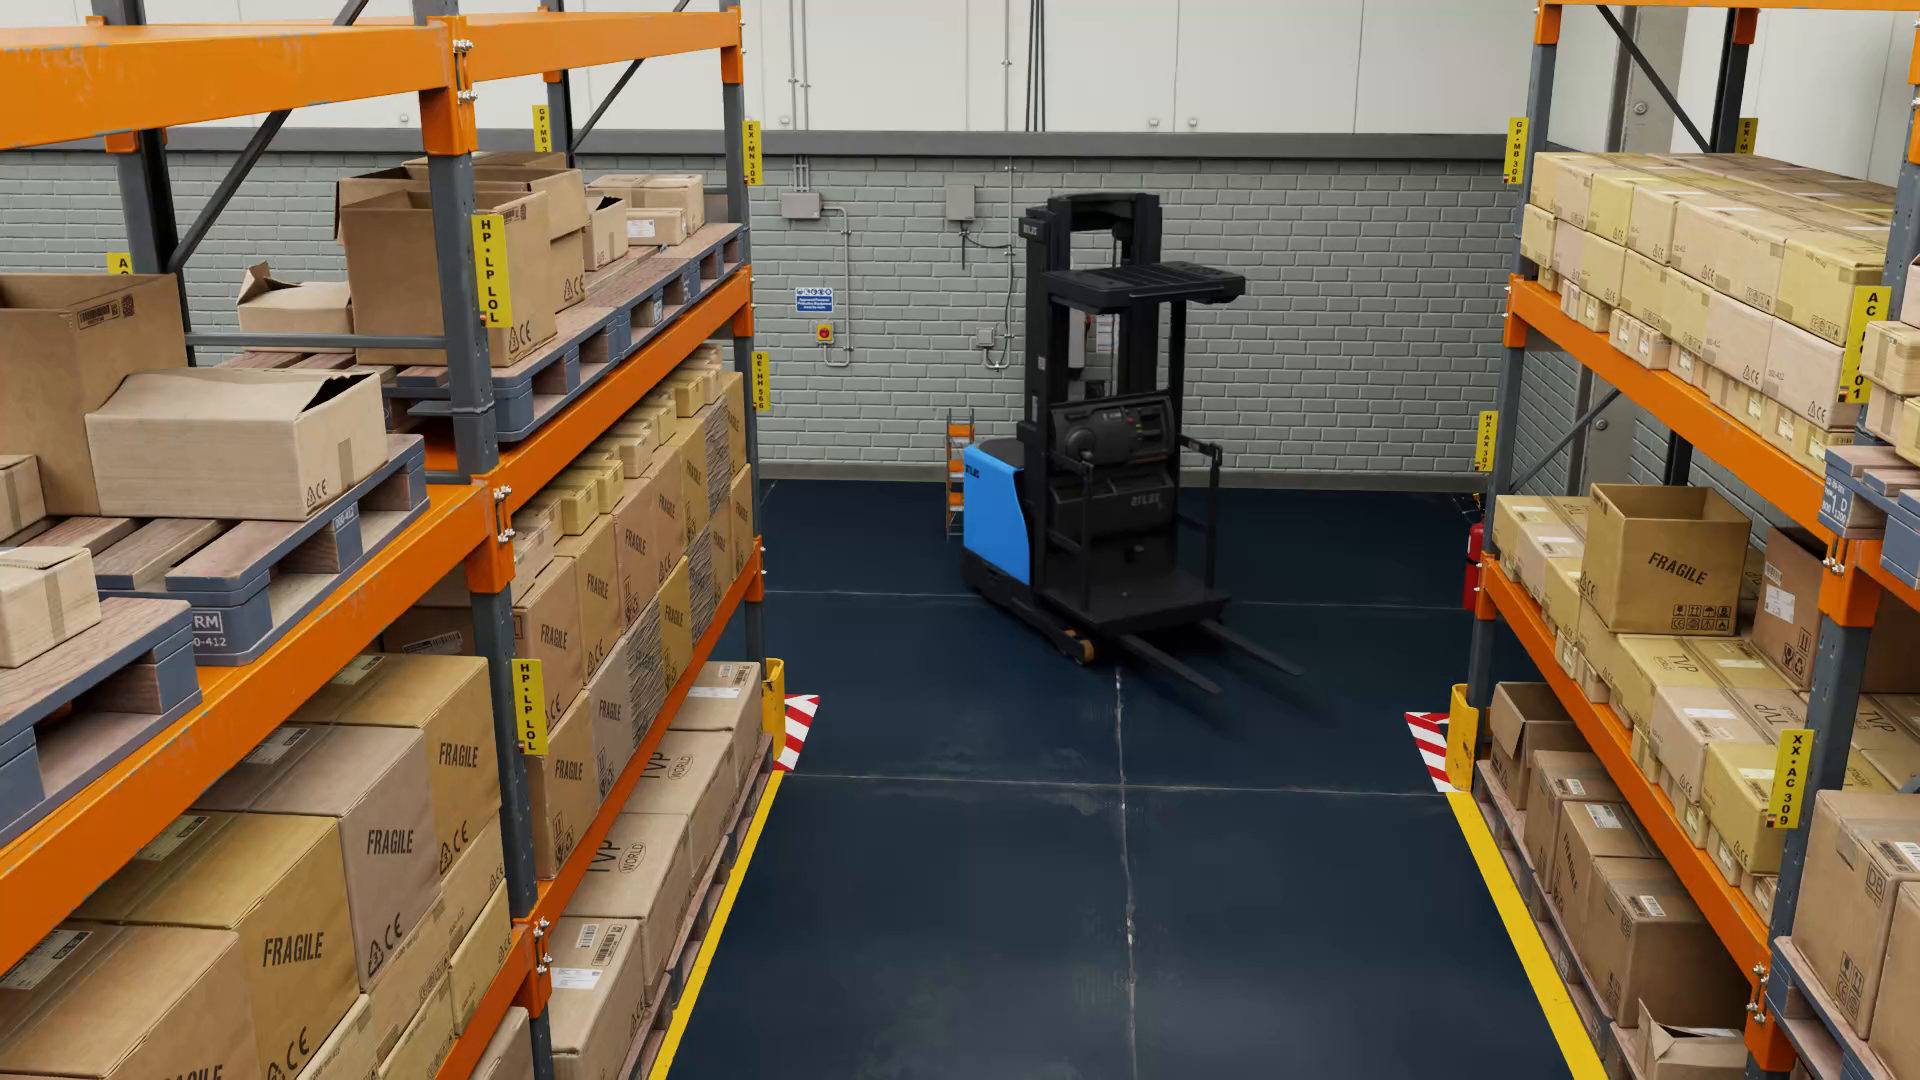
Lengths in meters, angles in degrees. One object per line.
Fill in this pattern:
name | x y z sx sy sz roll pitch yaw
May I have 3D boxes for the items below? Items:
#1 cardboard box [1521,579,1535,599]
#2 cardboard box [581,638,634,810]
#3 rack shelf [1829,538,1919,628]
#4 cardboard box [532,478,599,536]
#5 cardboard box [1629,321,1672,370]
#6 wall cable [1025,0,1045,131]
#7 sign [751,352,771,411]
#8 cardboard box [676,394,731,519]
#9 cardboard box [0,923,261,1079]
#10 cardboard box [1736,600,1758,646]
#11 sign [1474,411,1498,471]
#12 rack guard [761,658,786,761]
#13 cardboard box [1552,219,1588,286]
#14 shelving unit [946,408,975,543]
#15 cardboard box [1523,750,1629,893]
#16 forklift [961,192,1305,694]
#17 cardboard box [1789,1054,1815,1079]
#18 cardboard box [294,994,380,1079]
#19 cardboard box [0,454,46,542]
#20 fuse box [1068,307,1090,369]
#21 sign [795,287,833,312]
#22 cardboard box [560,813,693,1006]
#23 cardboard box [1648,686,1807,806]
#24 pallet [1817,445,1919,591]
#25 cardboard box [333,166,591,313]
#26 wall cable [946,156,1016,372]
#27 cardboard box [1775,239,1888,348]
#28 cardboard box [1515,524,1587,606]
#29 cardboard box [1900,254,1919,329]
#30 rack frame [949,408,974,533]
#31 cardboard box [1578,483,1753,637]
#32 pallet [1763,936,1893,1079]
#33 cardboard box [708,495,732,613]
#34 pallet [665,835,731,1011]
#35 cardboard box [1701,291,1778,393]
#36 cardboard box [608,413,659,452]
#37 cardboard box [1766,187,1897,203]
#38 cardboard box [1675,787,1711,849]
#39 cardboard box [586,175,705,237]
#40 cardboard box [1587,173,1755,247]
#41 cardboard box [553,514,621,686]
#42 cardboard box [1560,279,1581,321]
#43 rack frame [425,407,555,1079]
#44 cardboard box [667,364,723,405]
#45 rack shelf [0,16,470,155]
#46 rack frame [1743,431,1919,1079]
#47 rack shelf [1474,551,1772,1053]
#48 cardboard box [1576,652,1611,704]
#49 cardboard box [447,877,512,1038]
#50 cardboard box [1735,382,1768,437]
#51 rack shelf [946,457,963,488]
cardboard box | 3.064 0.195 8.413 0.380 0.149 0.250 2 18 5
cardboard box | -1.569 0.689 6.342 0.500 0.500 0.500 1 18 4
rack shelf | 2.903 0.680 2.868 1.077 0.370 4.000 1 18 4
cardboard box | -1.565 -0.126 6.184 0.380 0.149 0.250 1 18 4
cardboard box | 2.859 -0.761 6.513 0.380 0.149 0.250 2 18 5
wall cable | 2.035 -4.760 13.437 2.988 3.039 0.133 1 18 4
sign | -1.077 -0.856 8.978 0.100 0.325 0.005 1 18 4
cardboard box | -1.423 -0.414 8.103 0.500 0.500 0.500 1 18 4
cardboard box | -1.794 1.133 3.380 0.500 0.500 0.500 2 18 5
cardboard box | 3.449 0.455 6.980 0.500 0.250 0.500 1 18 4
sign | 2.792 -0.523 8.813 0.100 0.325 0.005 1 18 4
rack guard | -1.616 0.971 9.657 1.175 0.500 0.348 1 18 4
cardboard box | 3.013 -1.305 7.535 0.500 0.250 0.500 2 18 5
shelving unit | 0.004 -0.516 13.310 0.215 1.050 0.252 1 18 4
cardboard box | 3.095 1.341 7.854 0.700 0.500 0.500 2 18 6
forklift | 1.129 -0.731 10.948 1.130 2.935 3.031 -9 20 -26
cardboard box | 3.330 2.021 6.083 0.500 0.311 0.500 2 18 6
cardboard box | -1.753 1.325 3.999 0.500 0.250 0.500 2 18 5
cardboard box | -2.344 -0.096 3.782 0.380 0.166 0.250 0 18 0
fuse box | 0.848 -1.257 14.511 0.539 1.711 0.414 1 18 4
sign | -1.280 -2.110 14.611 0.327 0.218 0.001 1 18 4
cardboard box | -1.689 1.580 7.224 0.875 0.438 0.875 1 18 2
cardboard box | 2.861 0.753 6.071 0.500 0.250 0.500 1 18 4
pallet | 2.930 0.007 4.068 1.213 0.211 1.003 1 18 4
cardboard box | -1.840 -1.108 6.170 0.797 0.503 0.637 3 18 8
wall cable | 0.179 -2.416 14.348 0.588 1.984 0.122 1 18 4
cardboard box | 2.843 -0.753 5.046 0.500 0.250 0.500 1 18 4
cardboard box | 2.996 0.122 7.998 0.500 0.250 0.500 1 18 5
cardboard box | 2.677 -0.663 4.238 0.396 0.266 0.258 1 18 3
rack frame | 0.013 -0.553 13.426 0.200 1.050 0.008 1 18 4
cardboard box | 2.925 0.074 6.937 0.500 0.500 0.500 2 18 5
pallet | 2.881 1.479 4.399 1.003 0.211 1.213 1 18 4
cardboard box | -1.439 0.054 8.280 0.500 0.500 0.500 1 18 3
pallet | -1.687 1.744 7.763 1.003 0.211 1.213 1 18 4
cardboard box | 2.858 -0.670 5.597 0.500 0.250 0.500 1 18 2
cardboard box | -1.518 -0.446 7.158 0.380 0.149 0.250 2 18 6
cardboard box | 3.453 -1.212 6.448 0.500 0.250 0.500 1 18 4
cardboard box | 2.809 0.995 5.974 0.380 0.149 0.250 2 18 5
cardboard box | -1.560 -1.669 8.288 0.500 0.250 0.500 0 18 -1
cardboard box | 2.974 -1.387 6.981 0.500 0.250 0.500 1 18 3
cardboard box | -1.586 0.211 6.196 0.500 0.500 0.500 1 18 3
cardboard box | 2.930 -1.076 7.475 0.380 0.149 0.250 2 18 5
rack frame | -1.904 1.033 5.454 1.000 3.000 0.127 1 18 4
cardboard box | -1.372 -0.763 8.126 0.380 0.149 0.250 1 18 3
rack shelf | -2.048 -0.665 2.798 1.077 0.370 4.000 1 18 4
rack frame | 3.047 1.142 5.119 1.000 3.000 0.127 1 18 4
rack shelf | 3.190 0.863 7.127 1.077 0.370 4.000 1 18 4
cardboard box | 2.896 0.597 7.188 0.380 0.149 0.250 2 18 5
cardboard box | -1.685 1.249 5.035 0.500 0.250 0.500 1 18 3
cardboard box | 2.827 -0.441 5.538 0.380 0.149 0.250 2 18 6
rack shelf | 0.004 -0.505 13.314 0.215 0.259 0.240 1 18 4
